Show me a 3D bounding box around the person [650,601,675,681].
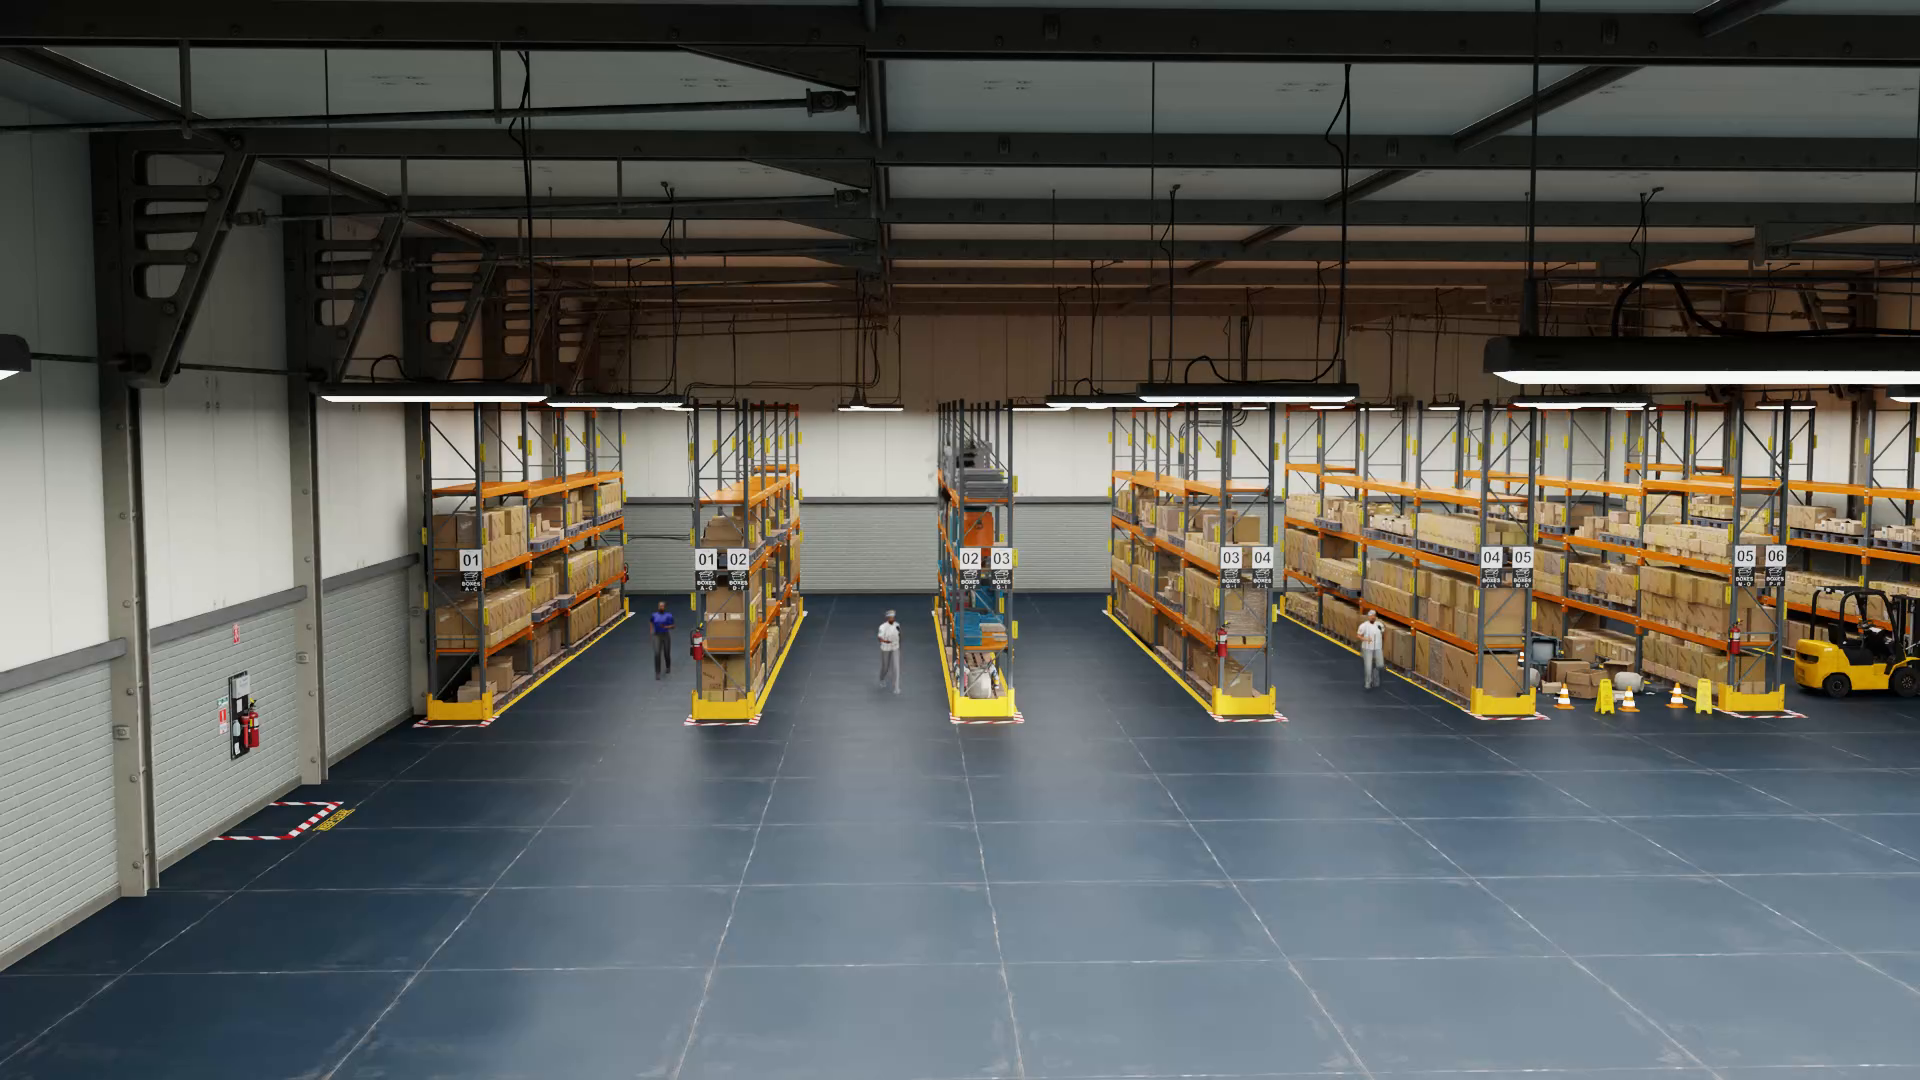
[{"bbox_3d":[-6.442,2.150,35.940,0.570,1.650,0.910,0,4,-4],"label":"person"}]

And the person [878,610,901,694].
[{"bbox_3d":[-1.451,2.271,34.266,0.549,1.696,0.924,-1,5,-18],"label":"person"}]

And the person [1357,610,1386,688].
[{"bbox_3d":[8.572,2.274,34.543,0.661,1.639,0.570,0,4,-2],"label":"person"}]

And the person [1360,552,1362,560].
[{"bbox_3d":[11.719,1.131,49.041,0.854,1.712,0.605,-1,4,-12],"label":"person"}]
